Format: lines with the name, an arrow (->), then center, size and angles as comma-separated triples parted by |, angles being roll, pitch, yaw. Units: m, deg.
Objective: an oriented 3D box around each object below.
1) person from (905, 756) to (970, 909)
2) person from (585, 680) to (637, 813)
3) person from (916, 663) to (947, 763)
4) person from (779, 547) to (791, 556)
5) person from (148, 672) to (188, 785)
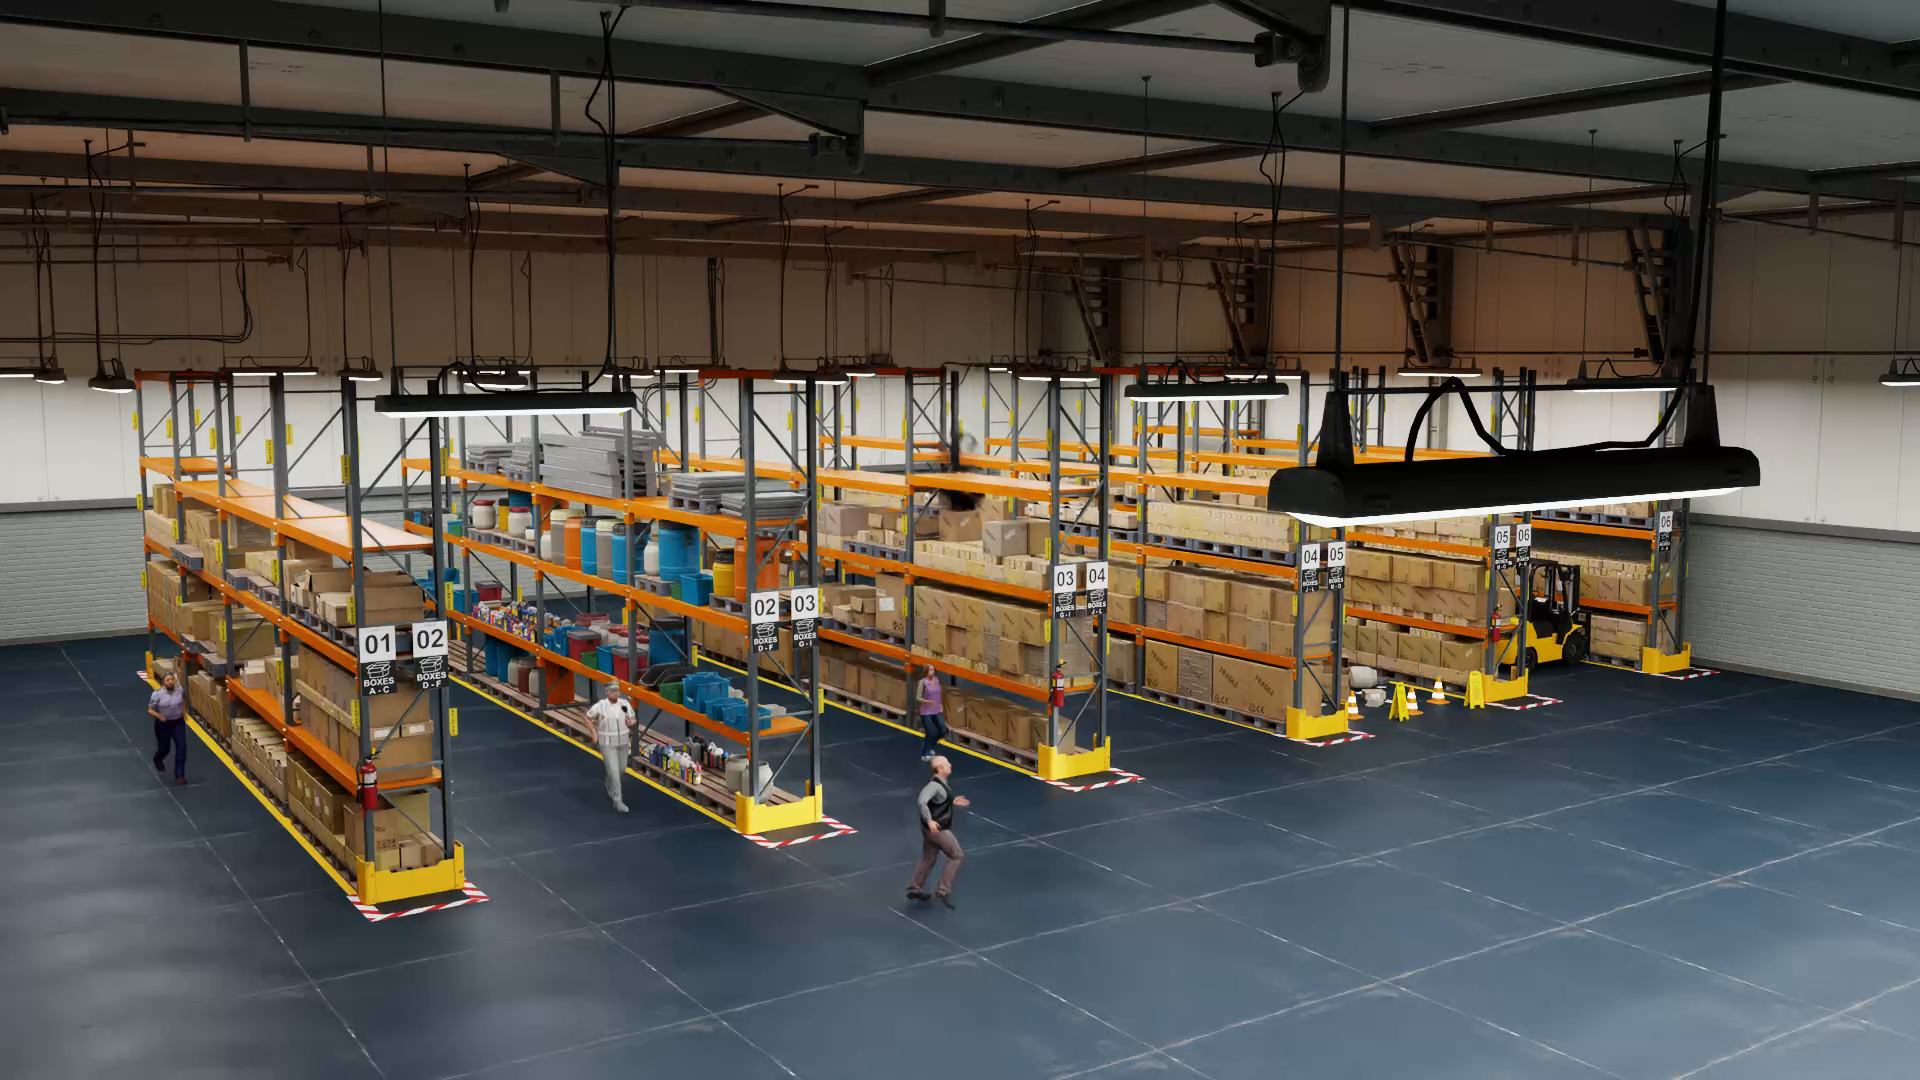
person -> -0.252, 3.336, 19.068 | 0.756, 1.758, 0.652 | -1, 7, -8
person -> -4.818, 2.817, 23.159 | 0.662, 1.768, 0.989 | -5, 8, -36
person -> -0.412, 2.666, 25.563 | 0.524, 1.558, 0.537 | -5, 8, -36
person -> -4.472, 0.883, 40.854 | 0.838, 1.758, 0.561 | 2, 7, 19
person -> -11.719, 2.754, 24.640 | 0.593, 1.647, 0.867 | -6, 9, -41
